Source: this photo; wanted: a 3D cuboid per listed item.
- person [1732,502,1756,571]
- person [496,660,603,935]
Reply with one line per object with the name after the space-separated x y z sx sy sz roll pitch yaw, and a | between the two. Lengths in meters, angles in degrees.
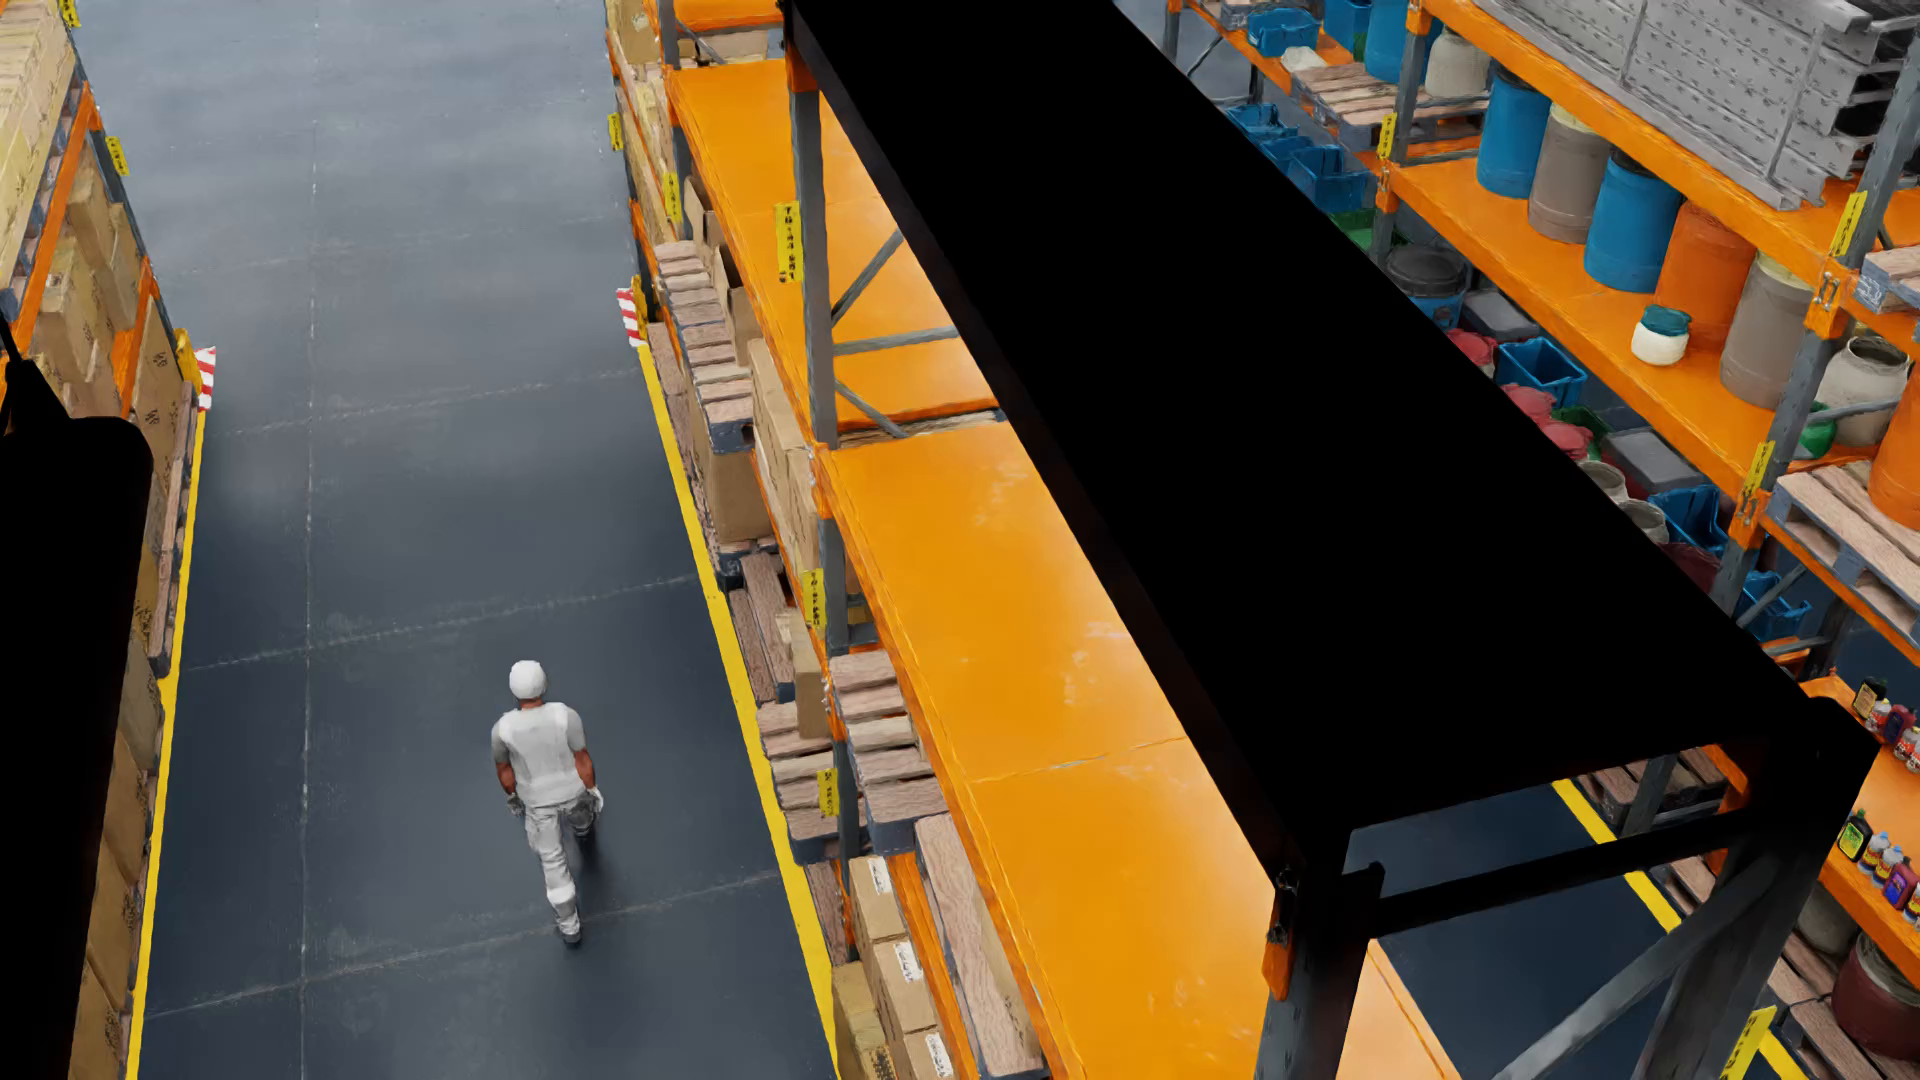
5.168 0.133 11.208 0.542 1.661 0.901 -5 39 -6 | person
-0.870 -1.104 12.775 5.902 1.659 7.715 -11 40 -14 | person
